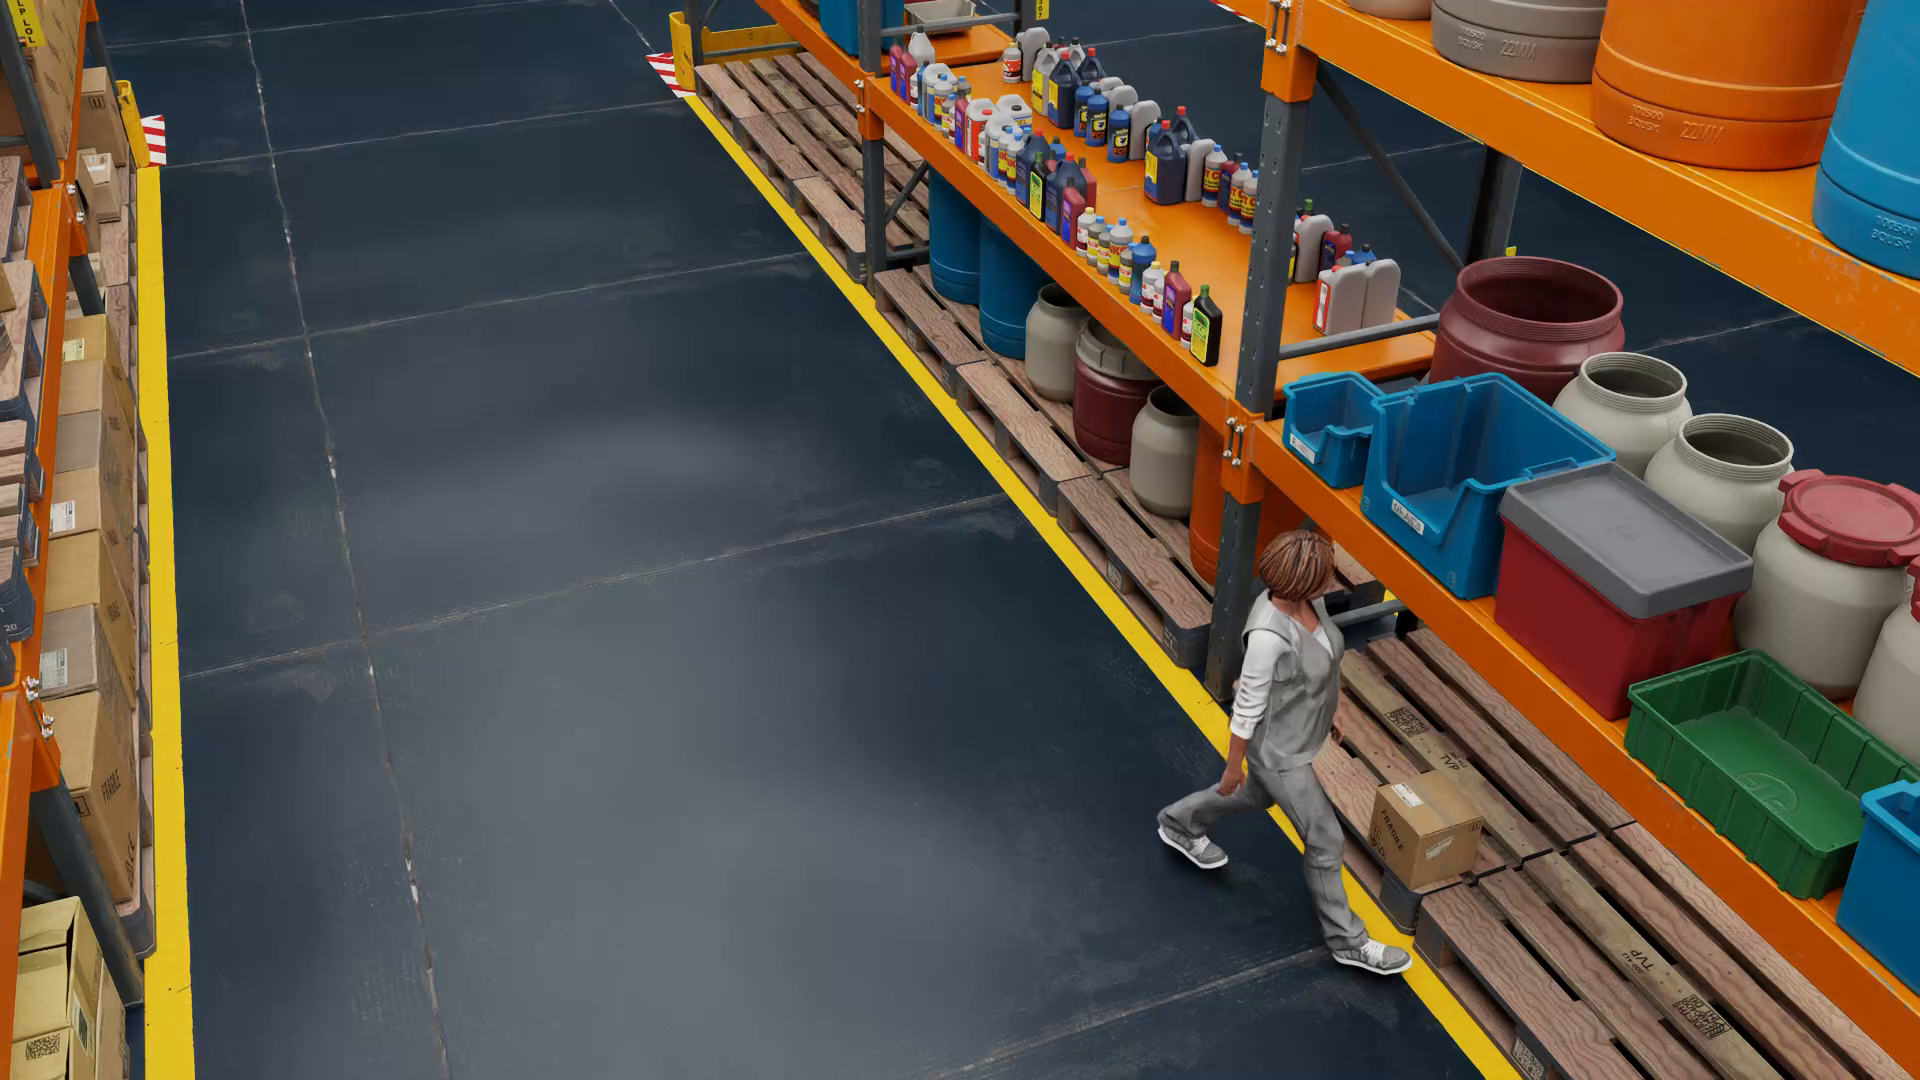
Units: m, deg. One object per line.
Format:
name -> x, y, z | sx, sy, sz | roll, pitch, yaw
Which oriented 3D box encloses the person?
person -> 1.080, 0.623, 5.247 | 0.960, 1.532, 0.437 | 15, 37, 21
